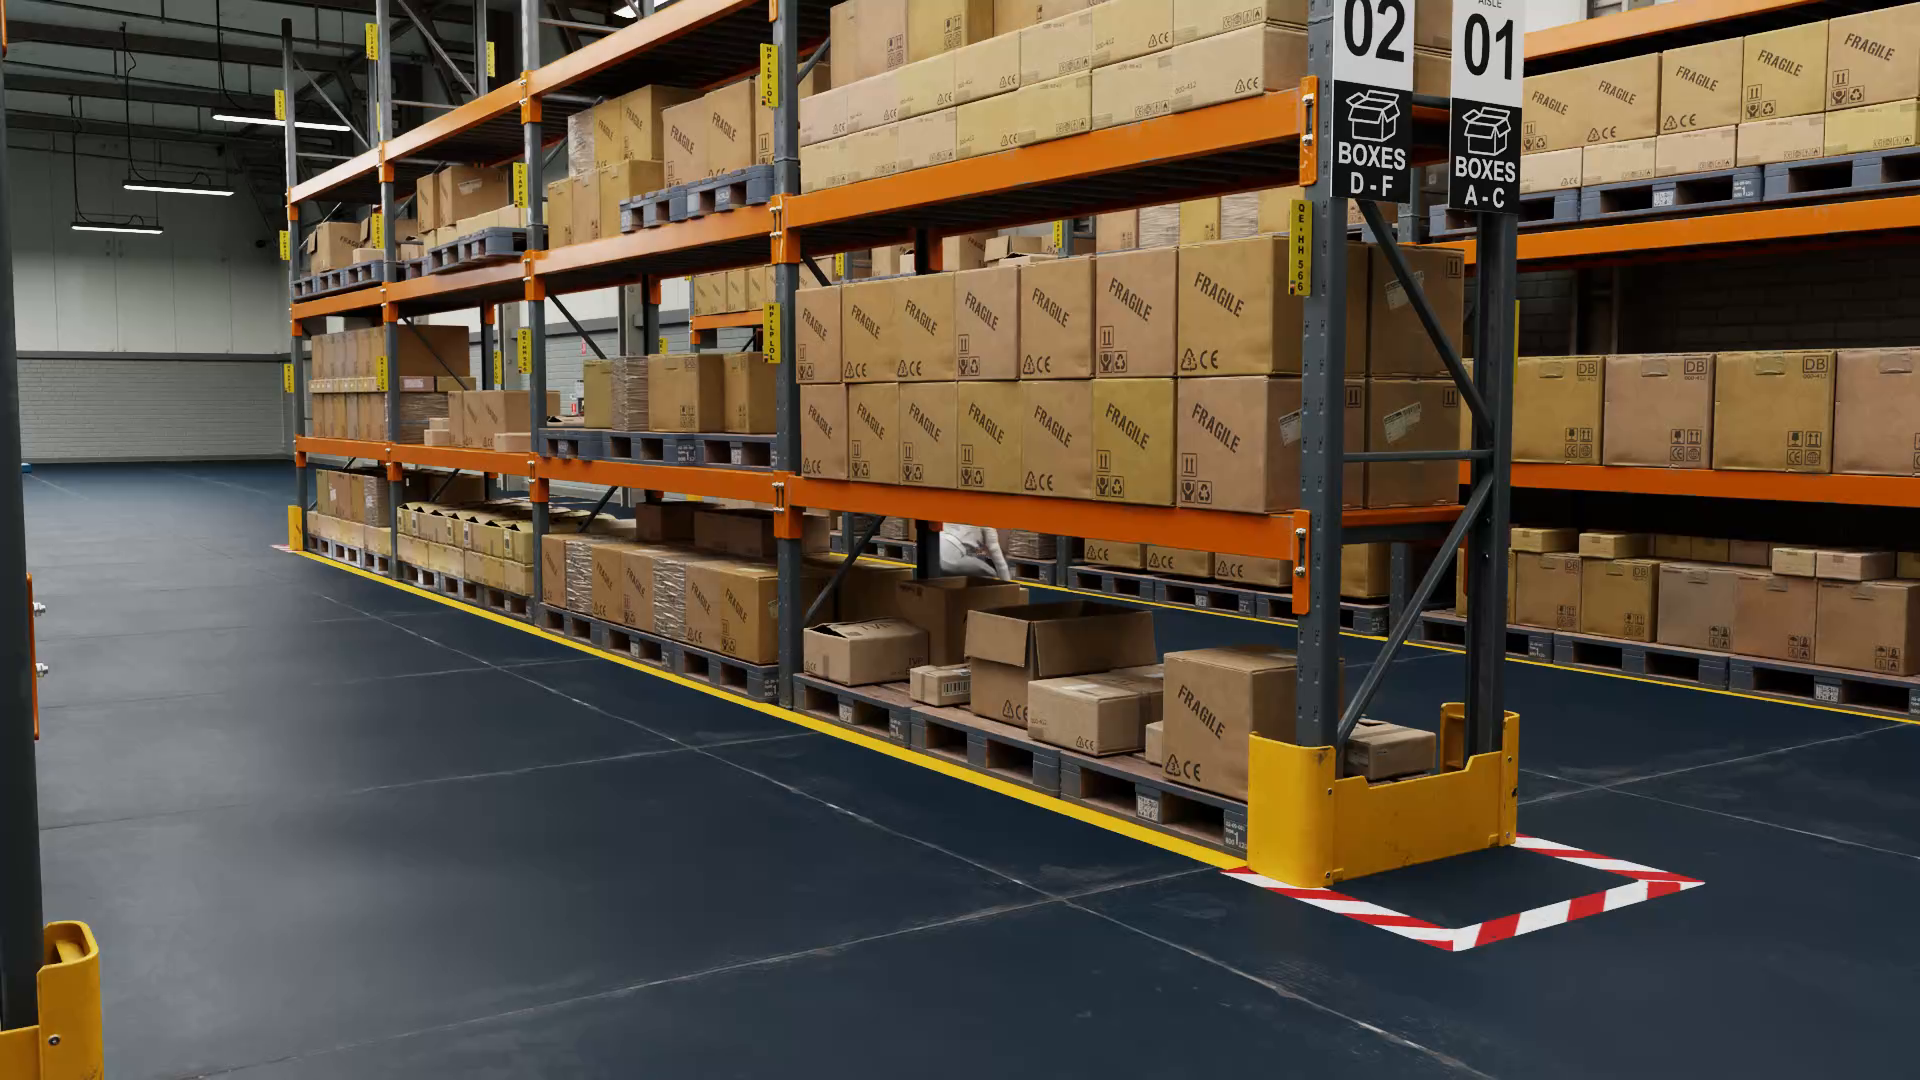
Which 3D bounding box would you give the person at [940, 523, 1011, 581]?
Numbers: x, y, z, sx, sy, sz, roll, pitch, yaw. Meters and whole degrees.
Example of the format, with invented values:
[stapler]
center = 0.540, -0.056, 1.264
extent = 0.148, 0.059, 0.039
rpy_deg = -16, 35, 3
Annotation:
[person]
center = 0.054, 0.158, 12.817
extent = 0.845, 0.984, 0.489
rpy_deg = -3, 6, -34
